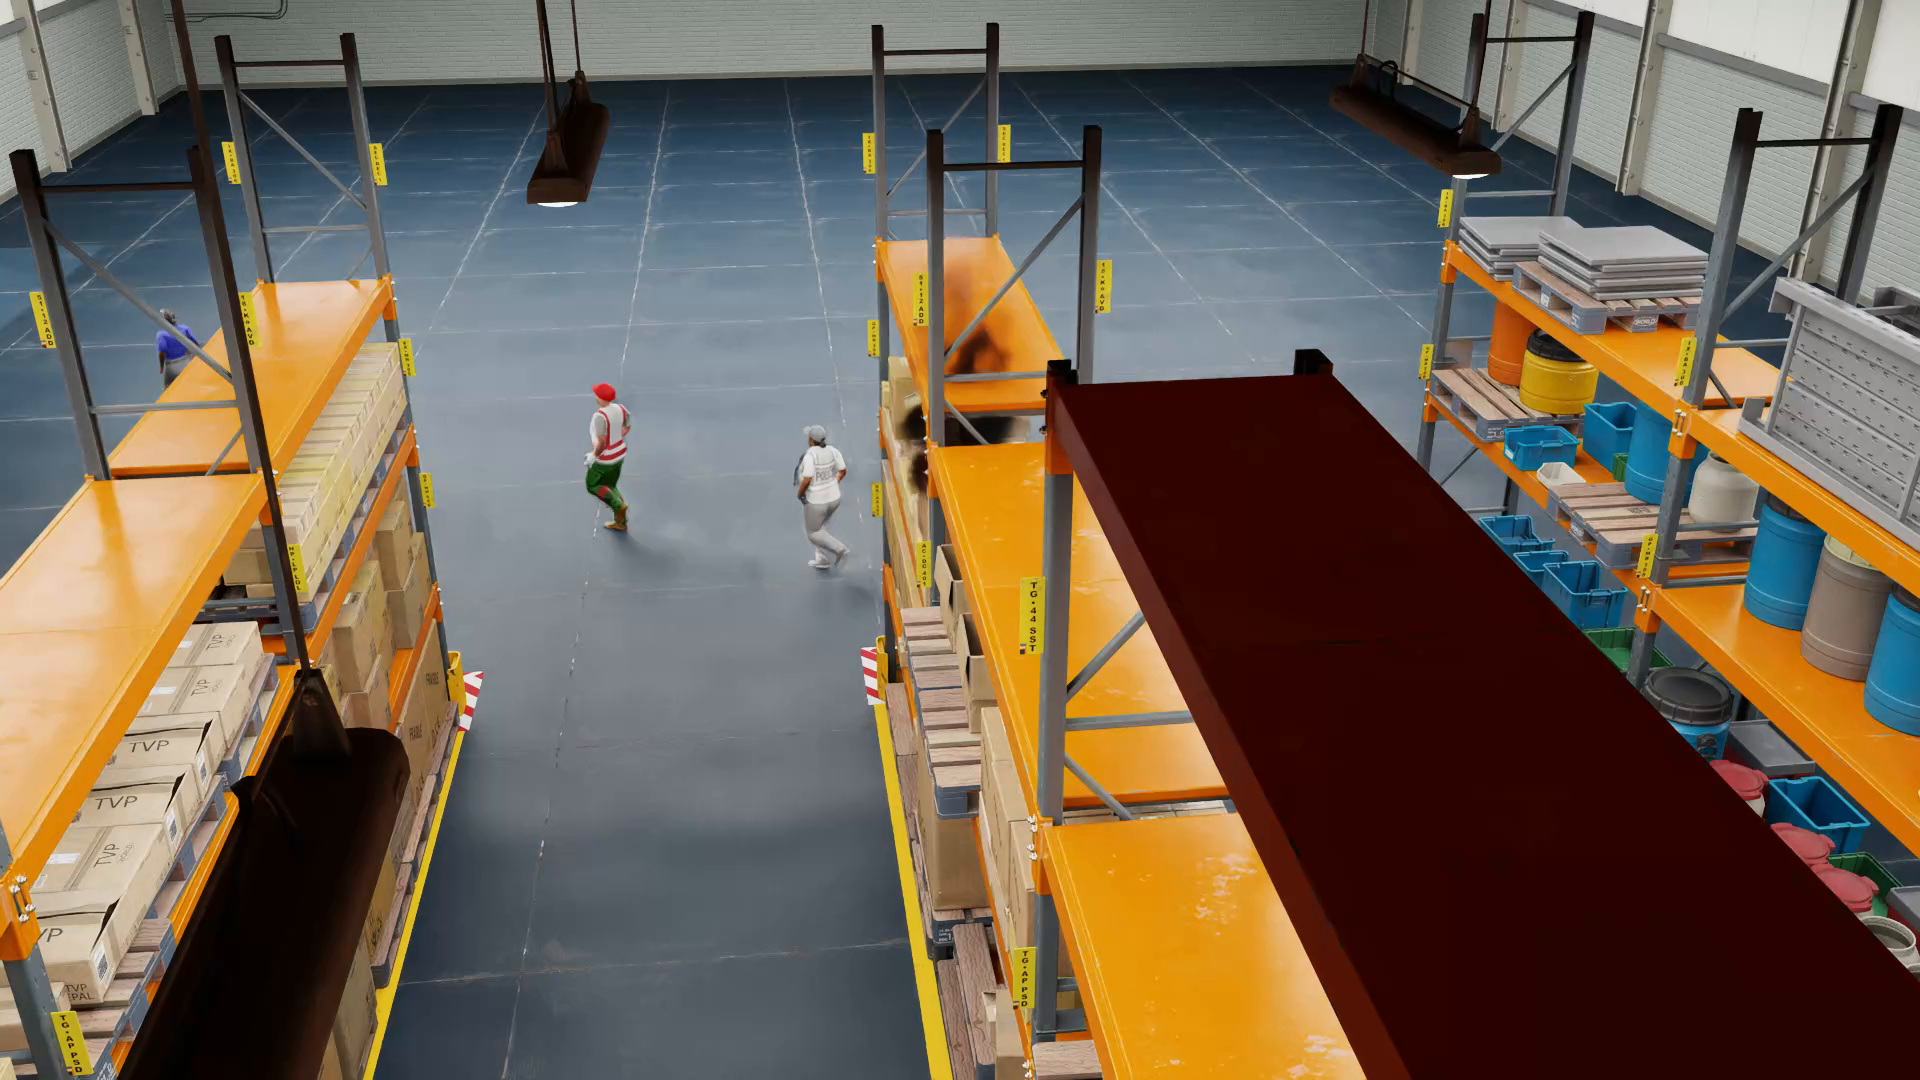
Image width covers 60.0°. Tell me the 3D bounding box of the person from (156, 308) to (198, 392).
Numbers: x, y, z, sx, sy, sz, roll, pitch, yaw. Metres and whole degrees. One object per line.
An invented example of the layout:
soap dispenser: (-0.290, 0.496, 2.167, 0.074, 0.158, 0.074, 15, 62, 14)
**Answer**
person: (-9.936, -2.171, 21.197, 0.557, 1.624, 0.582, 16, 30, 30)

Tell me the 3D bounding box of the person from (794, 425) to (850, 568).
person: (-1.412, -0.388, 17.443, 0.658, 1.663, 0.610, 20, 32, 35)

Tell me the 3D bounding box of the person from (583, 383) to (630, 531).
person: (-3.905, -0.925, 18.434, 0.594, 1.742, 0.655, 13, 29, 26)
